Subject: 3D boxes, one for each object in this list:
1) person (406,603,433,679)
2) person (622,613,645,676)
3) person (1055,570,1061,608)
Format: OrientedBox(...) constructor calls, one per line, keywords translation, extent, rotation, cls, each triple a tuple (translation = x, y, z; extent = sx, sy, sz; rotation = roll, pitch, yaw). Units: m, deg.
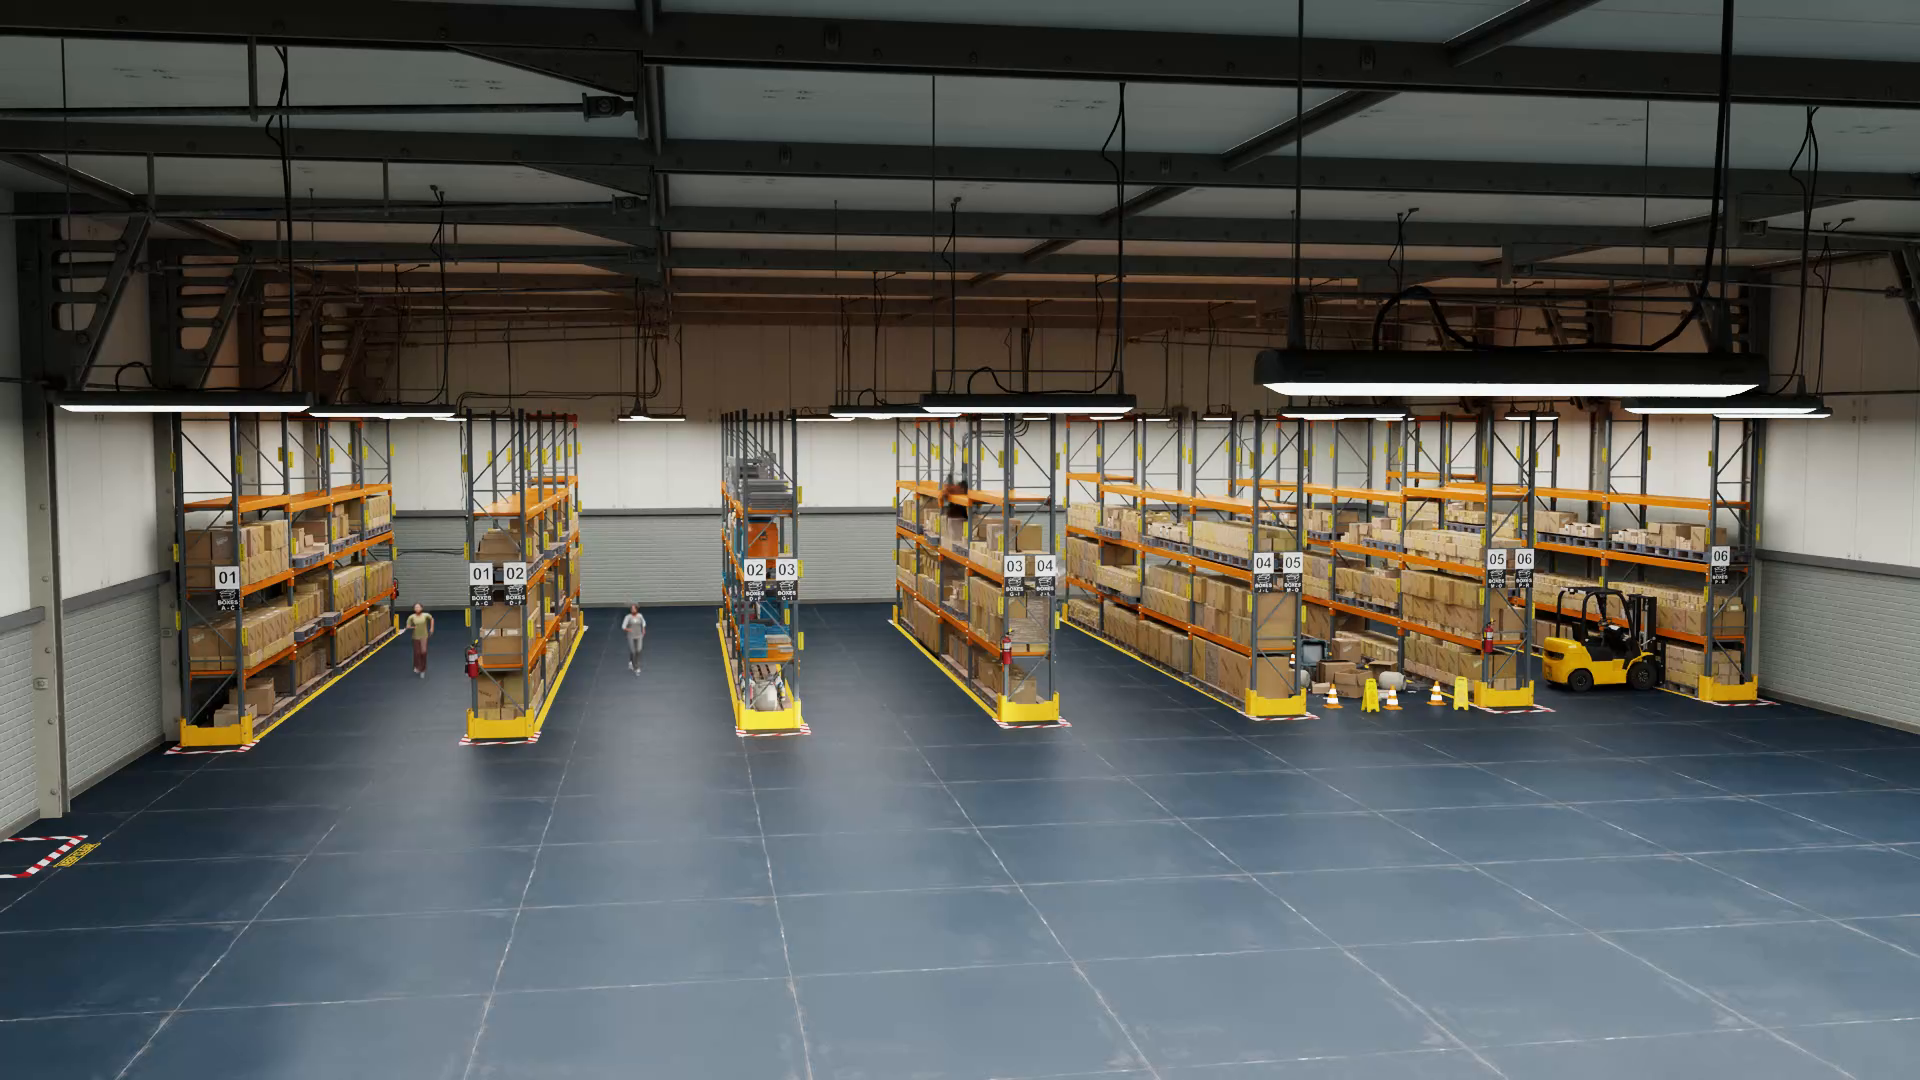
OrientedBox(translation=(-12.257, 2.260, 37.747), extent=(0.581, 1.715, 0.880), rotation=(-1, 4, -15), cls="person")
OrientedBox(translation=(-7.466, 2.371, 38.140), extent=(0.553, 1.383, 0.885), rotation=(-1, 4, -19), cls="person")
OrientedBox(translation=(2.628, 1.444, 49.203), extent=(0.937, 1.672, 0.721), rotation=(-3, 5, -32), cls="person")
